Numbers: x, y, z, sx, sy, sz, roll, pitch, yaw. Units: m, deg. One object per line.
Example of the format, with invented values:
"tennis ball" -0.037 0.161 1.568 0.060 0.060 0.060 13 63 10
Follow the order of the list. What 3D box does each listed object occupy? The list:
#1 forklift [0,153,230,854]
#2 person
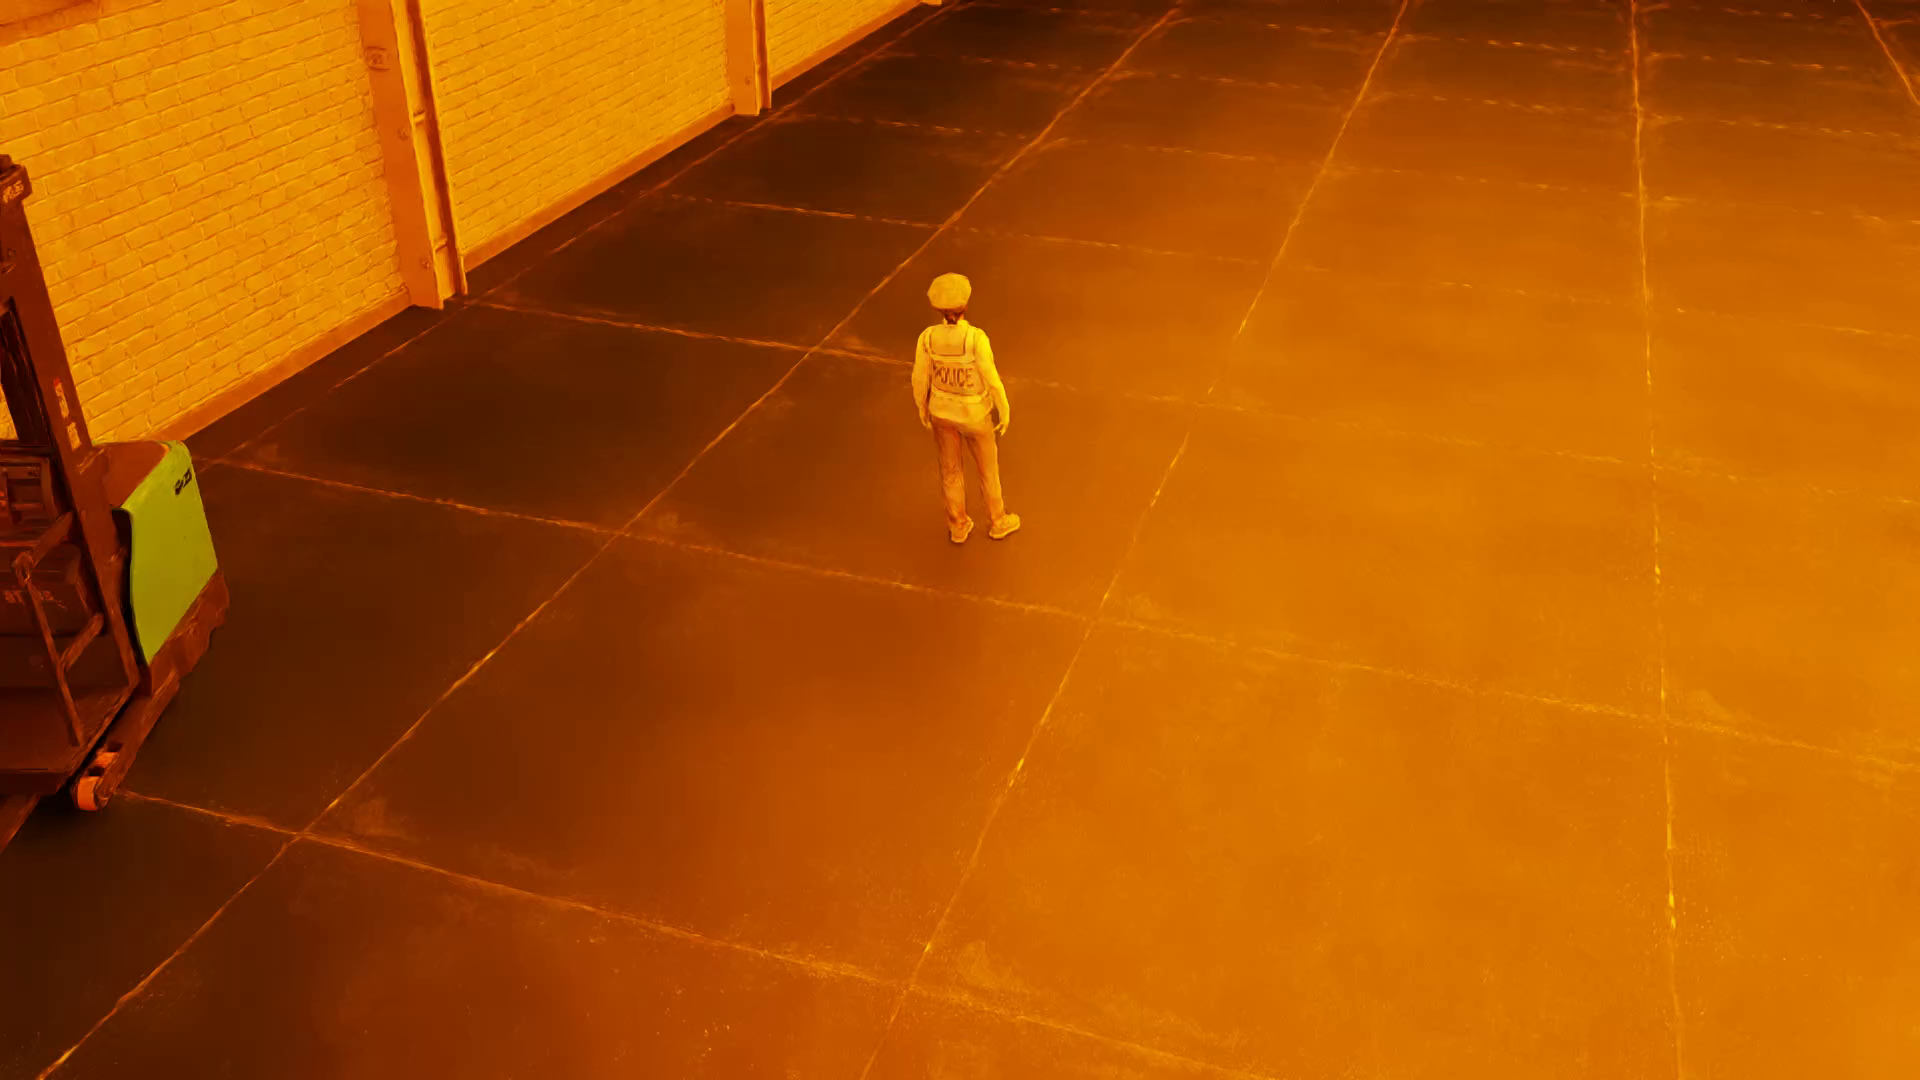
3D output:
"forklift" -4.590 -0.145 7.390 1.130 2.935 3.031 -1 30 -1
"person" 0.029 -0.773 9.726 0.586 1.695 0.533 10 31 16
